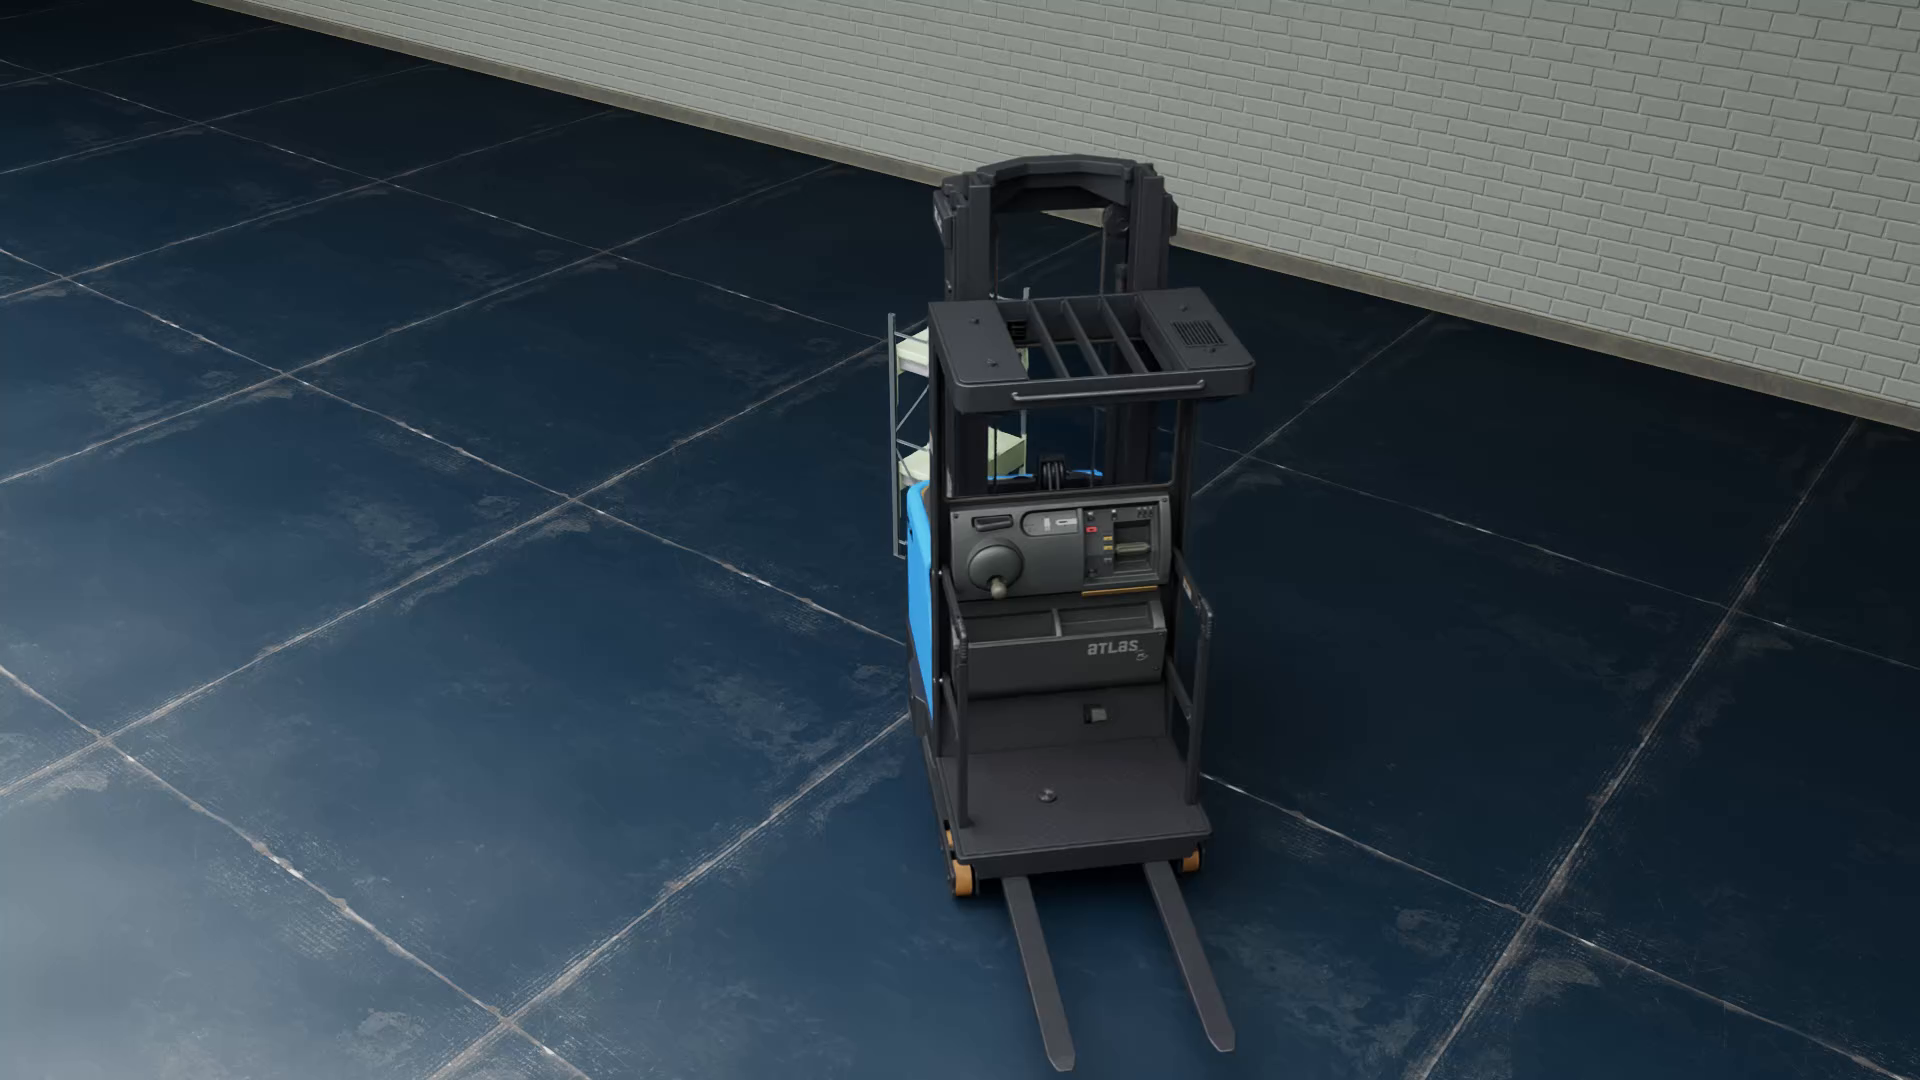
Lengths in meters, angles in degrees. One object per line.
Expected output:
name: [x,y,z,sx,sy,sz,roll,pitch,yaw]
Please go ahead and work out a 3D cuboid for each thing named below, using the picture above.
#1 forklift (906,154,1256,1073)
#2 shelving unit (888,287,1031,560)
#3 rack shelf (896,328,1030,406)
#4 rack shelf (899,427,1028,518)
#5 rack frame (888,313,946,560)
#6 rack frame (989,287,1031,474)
forklift: [0.457,0.077,6.745,1.130,2.935,3.031,-4,31,-7]
shelving unit: [0.004,-0.648,9.372,0.431,1.500,0.755,21,37,31]
rack shelf: [0.004,-0.984,9.173,0.431,0.370,0.720,21,37,31]
rack shelf: [0.004,-0.367,9.538,0.431,0.370,0.720,21,37,31]
rack frame: [-0.217,-0.499,9.121,0.400,1.500,0.023,21,37,31]
rack frame: [0.225,-0.797,9.623,0.400,1.500,0.023,21,37,31]
